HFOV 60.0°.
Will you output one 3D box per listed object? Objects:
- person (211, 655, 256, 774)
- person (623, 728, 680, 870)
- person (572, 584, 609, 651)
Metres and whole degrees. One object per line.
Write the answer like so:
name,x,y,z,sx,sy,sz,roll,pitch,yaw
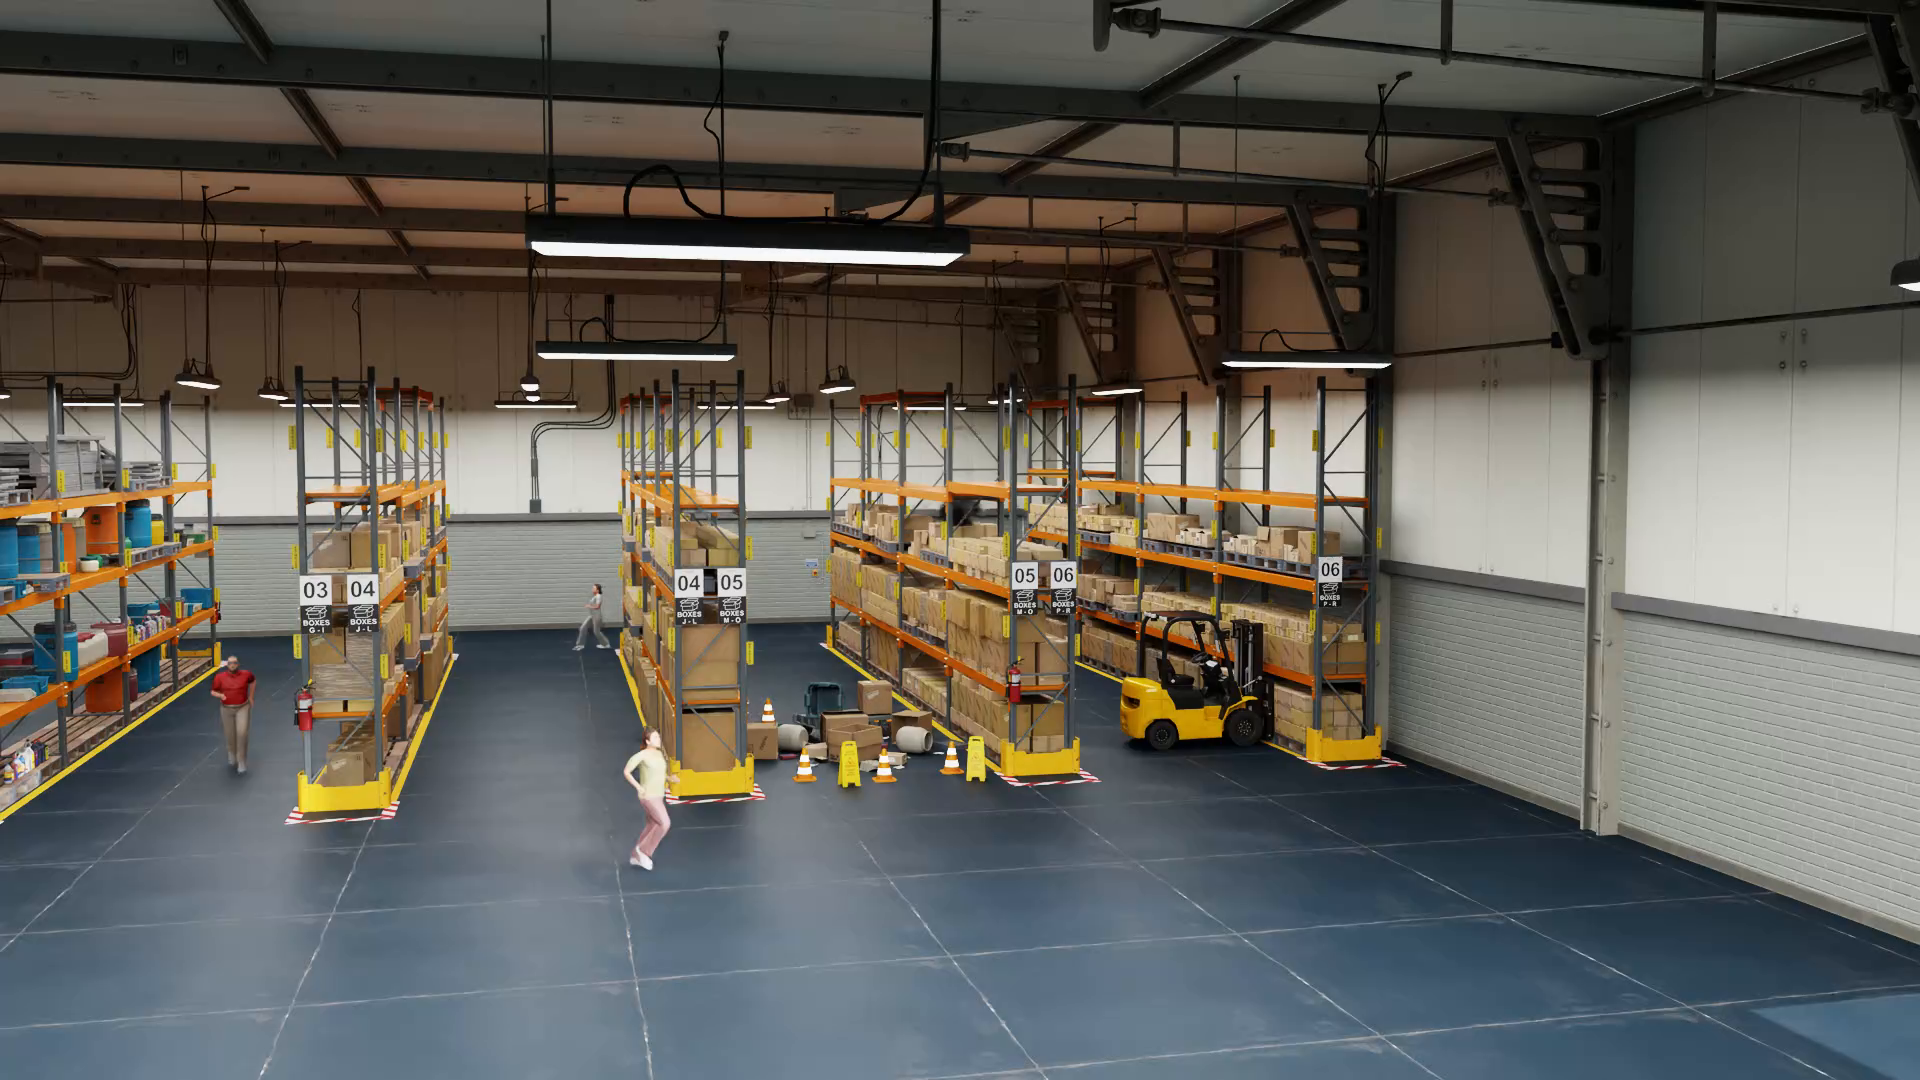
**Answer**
person,-11.059,2.629,25.326,0.608,1.764,0.909,-1,4,-17
person,-3.587,3.011,19.409,0.617,1.642,0.554,1,4,20
person,-8.753,1.852,39.692,0.895,1.622,0.587,-2,4,-33
